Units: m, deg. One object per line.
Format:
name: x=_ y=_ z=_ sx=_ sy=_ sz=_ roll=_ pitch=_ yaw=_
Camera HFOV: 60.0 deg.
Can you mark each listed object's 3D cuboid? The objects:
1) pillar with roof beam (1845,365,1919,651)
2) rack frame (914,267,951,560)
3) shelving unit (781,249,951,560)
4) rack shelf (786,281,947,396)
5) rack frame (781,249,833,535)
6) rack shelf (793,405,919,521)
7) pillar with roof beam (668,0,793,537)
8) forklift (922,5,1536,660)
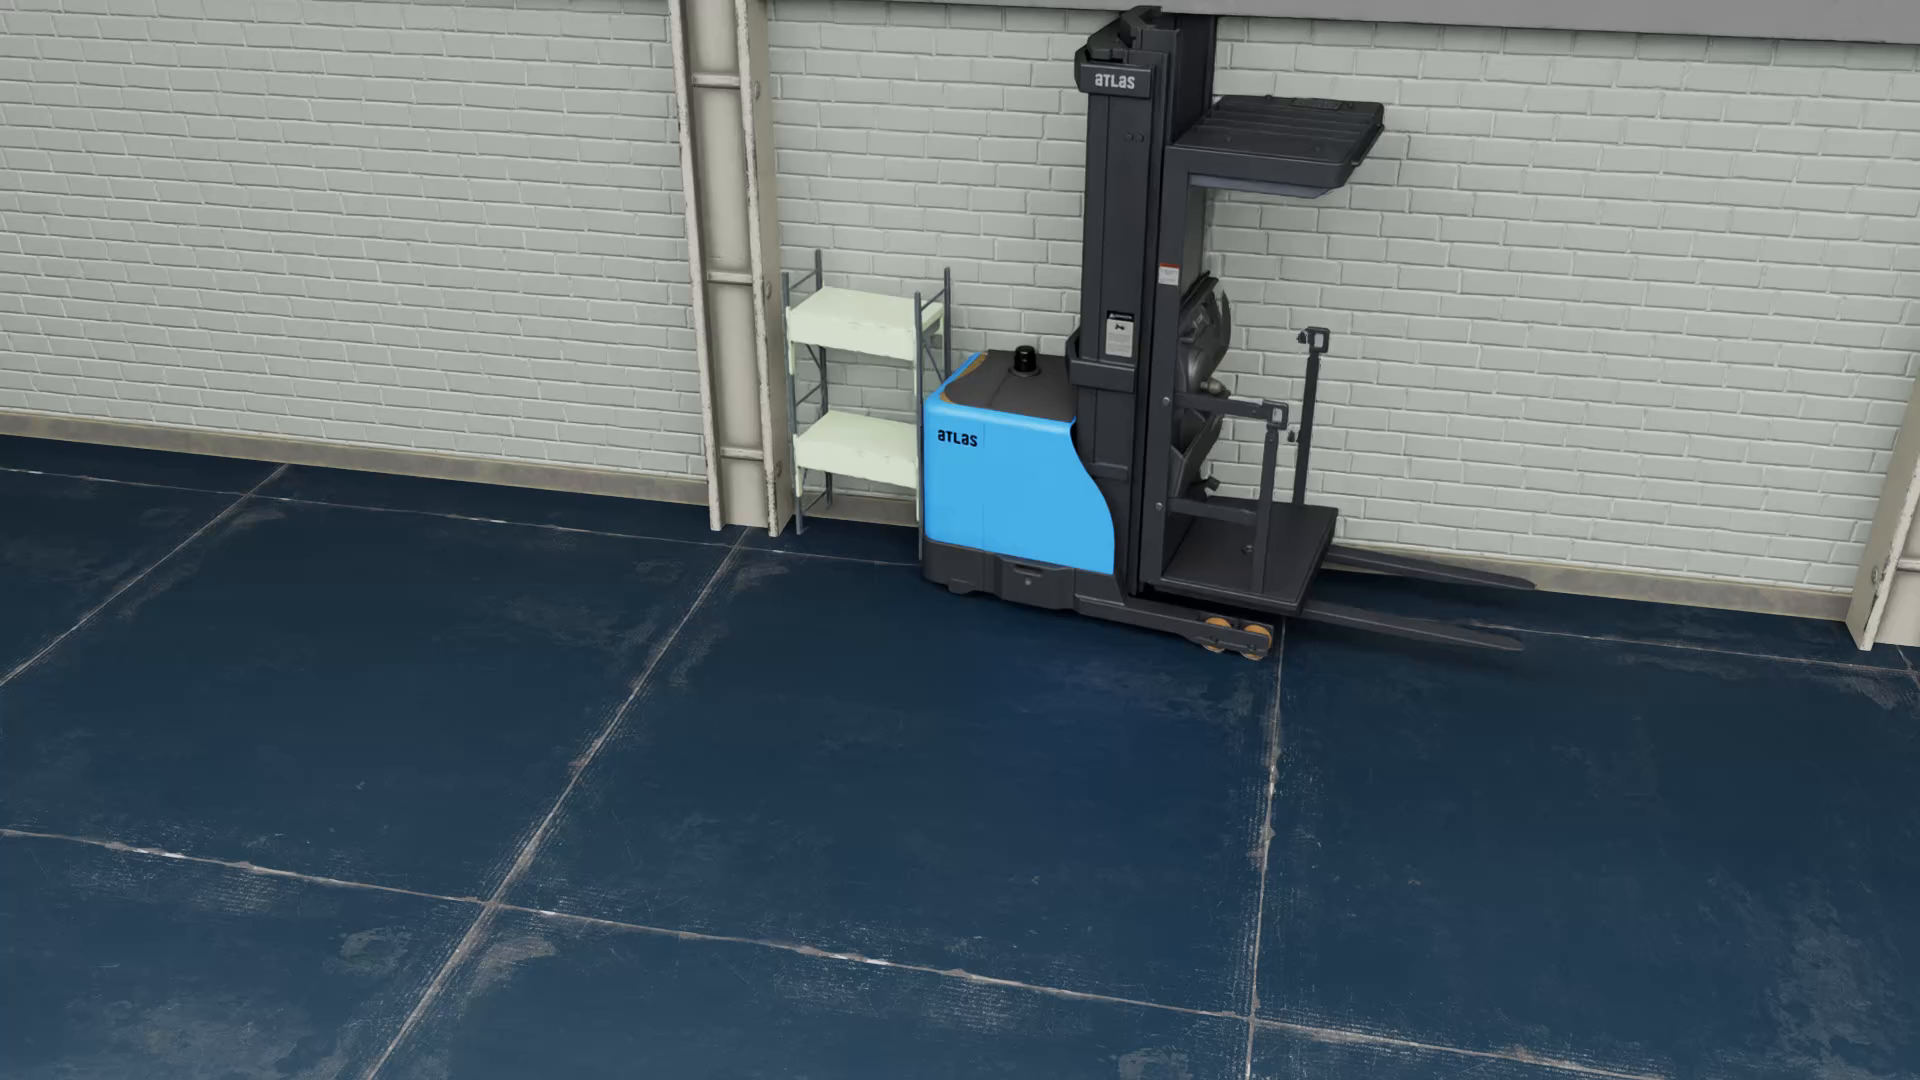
pillar with roof beam: x=3.791 y=-1.434 z=2.499 sx=0.400 sy=9.000 sz=9.100 roll=6 pitch=29 yaw=11
rack frame: x=-0.133 y=-0.638 z=8.634 sx=0.023 sy=1.500 sz=0.400 roll=11 pitch=31 yaw=20
shelving unit: x=-0.471 y=-0.705 z=8.757 sx=0.755 sy=1.500 sz=0.431 roll=11 pitch=31 yaw=20
rack shelf: x=-0.472 y=-1.046 z=8.568 sx=0.720 sy=0.370 sz=0.431 roll=11 pitch=31 yaw=20
rack frame: x=-0.809 y=-0.773 z=8.881 sx=0.023 sy=1.500 sz=0.400 roll=11 pitch=31 yaw=20
rack shelf: x=-0.469 y=-0.420 z=8.916 sx=0.720 sy=0.370 sz=0.431 roll=11 pitch=31 yaw=20
pillar with roof beam: x=-2.077 y=-2.036 z=3.598 sx=0.400 sy=9.000 sz=9.100 roll=6 pitch=29 yaw=11
forklift: x=1.371 y=-0.987 z=8.001 sx=3.031 sy=2.935 sz=1.130 roll=11 pitch=30 yaw=19
